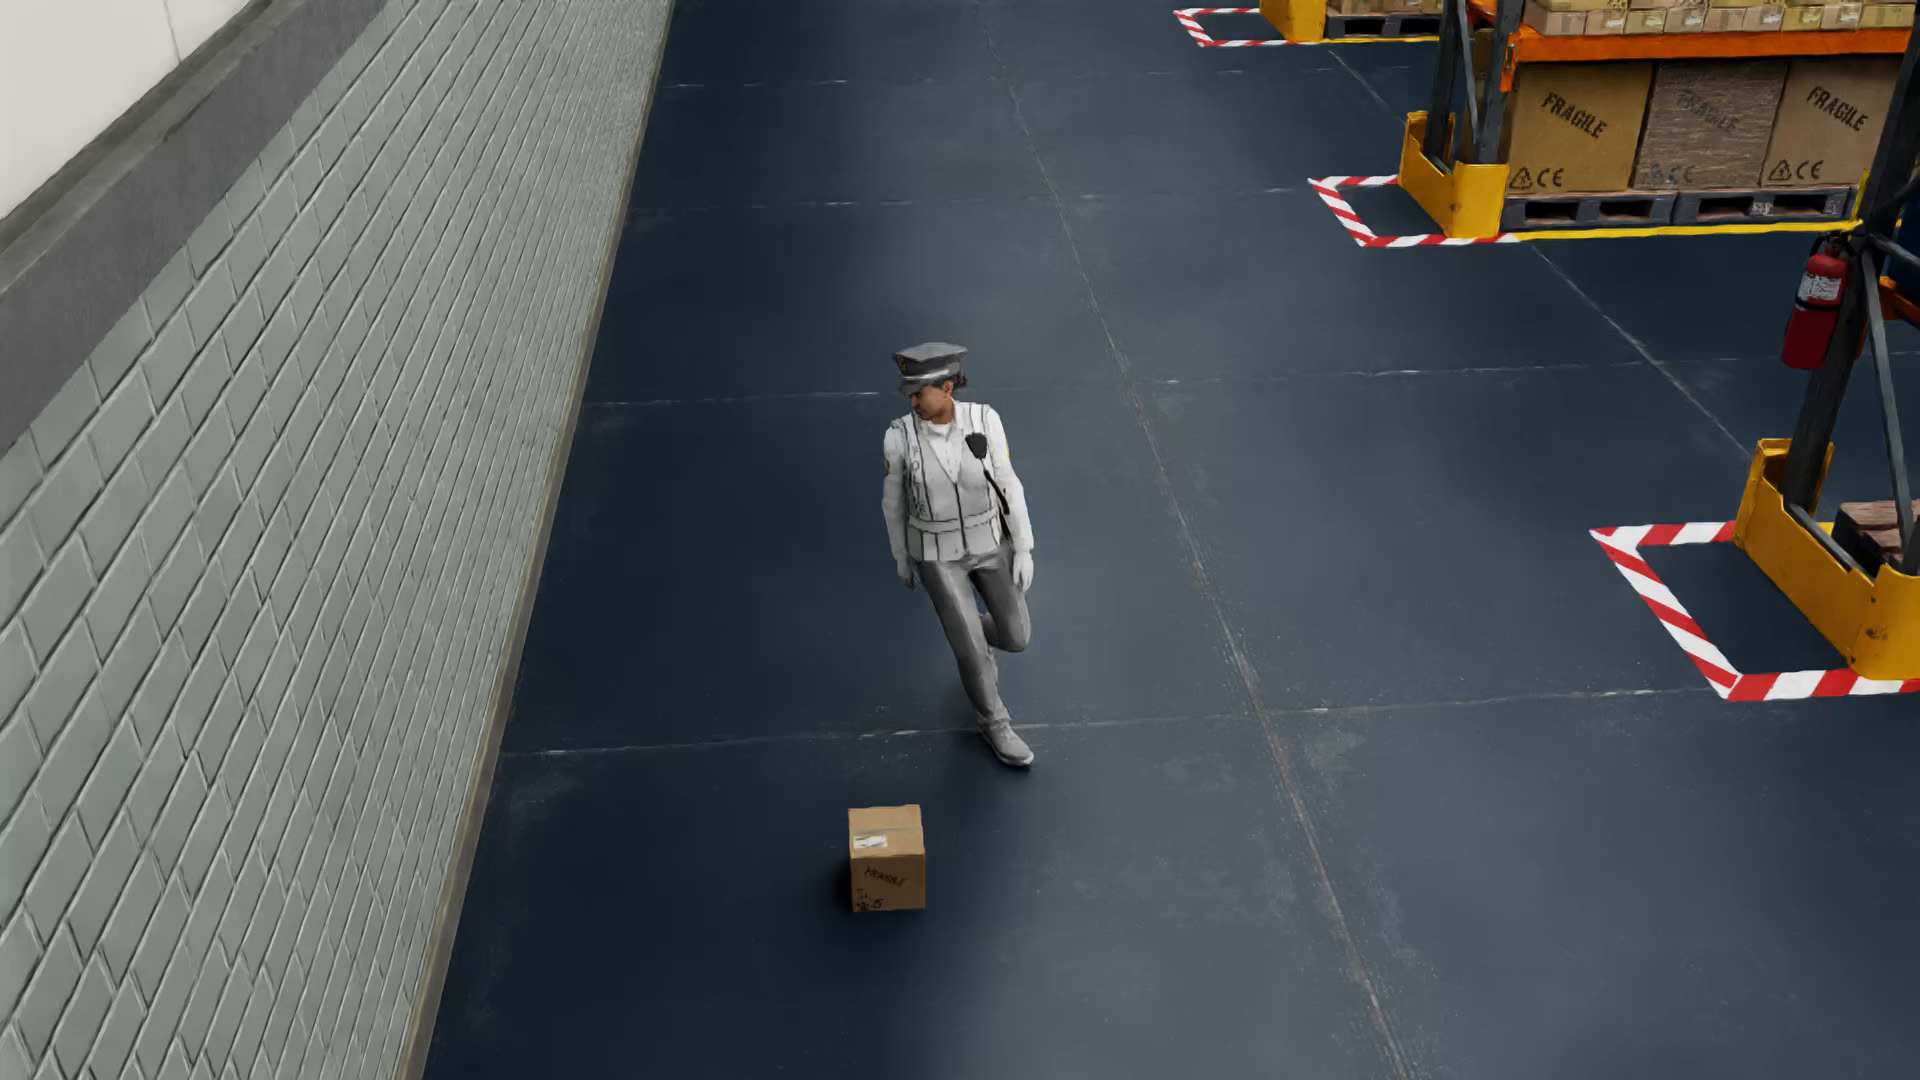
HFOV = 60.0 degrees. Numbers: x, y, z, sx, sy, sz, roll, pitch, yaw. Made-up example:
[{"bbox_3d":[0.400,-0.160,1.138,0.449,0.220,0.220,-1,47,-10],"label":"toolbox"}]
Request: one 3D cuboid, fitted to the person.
[{"bbox_3d":[-0.006,0.040,6.094,0.518,1.623,0.638,-8,32,-13],"label":"person"}]
